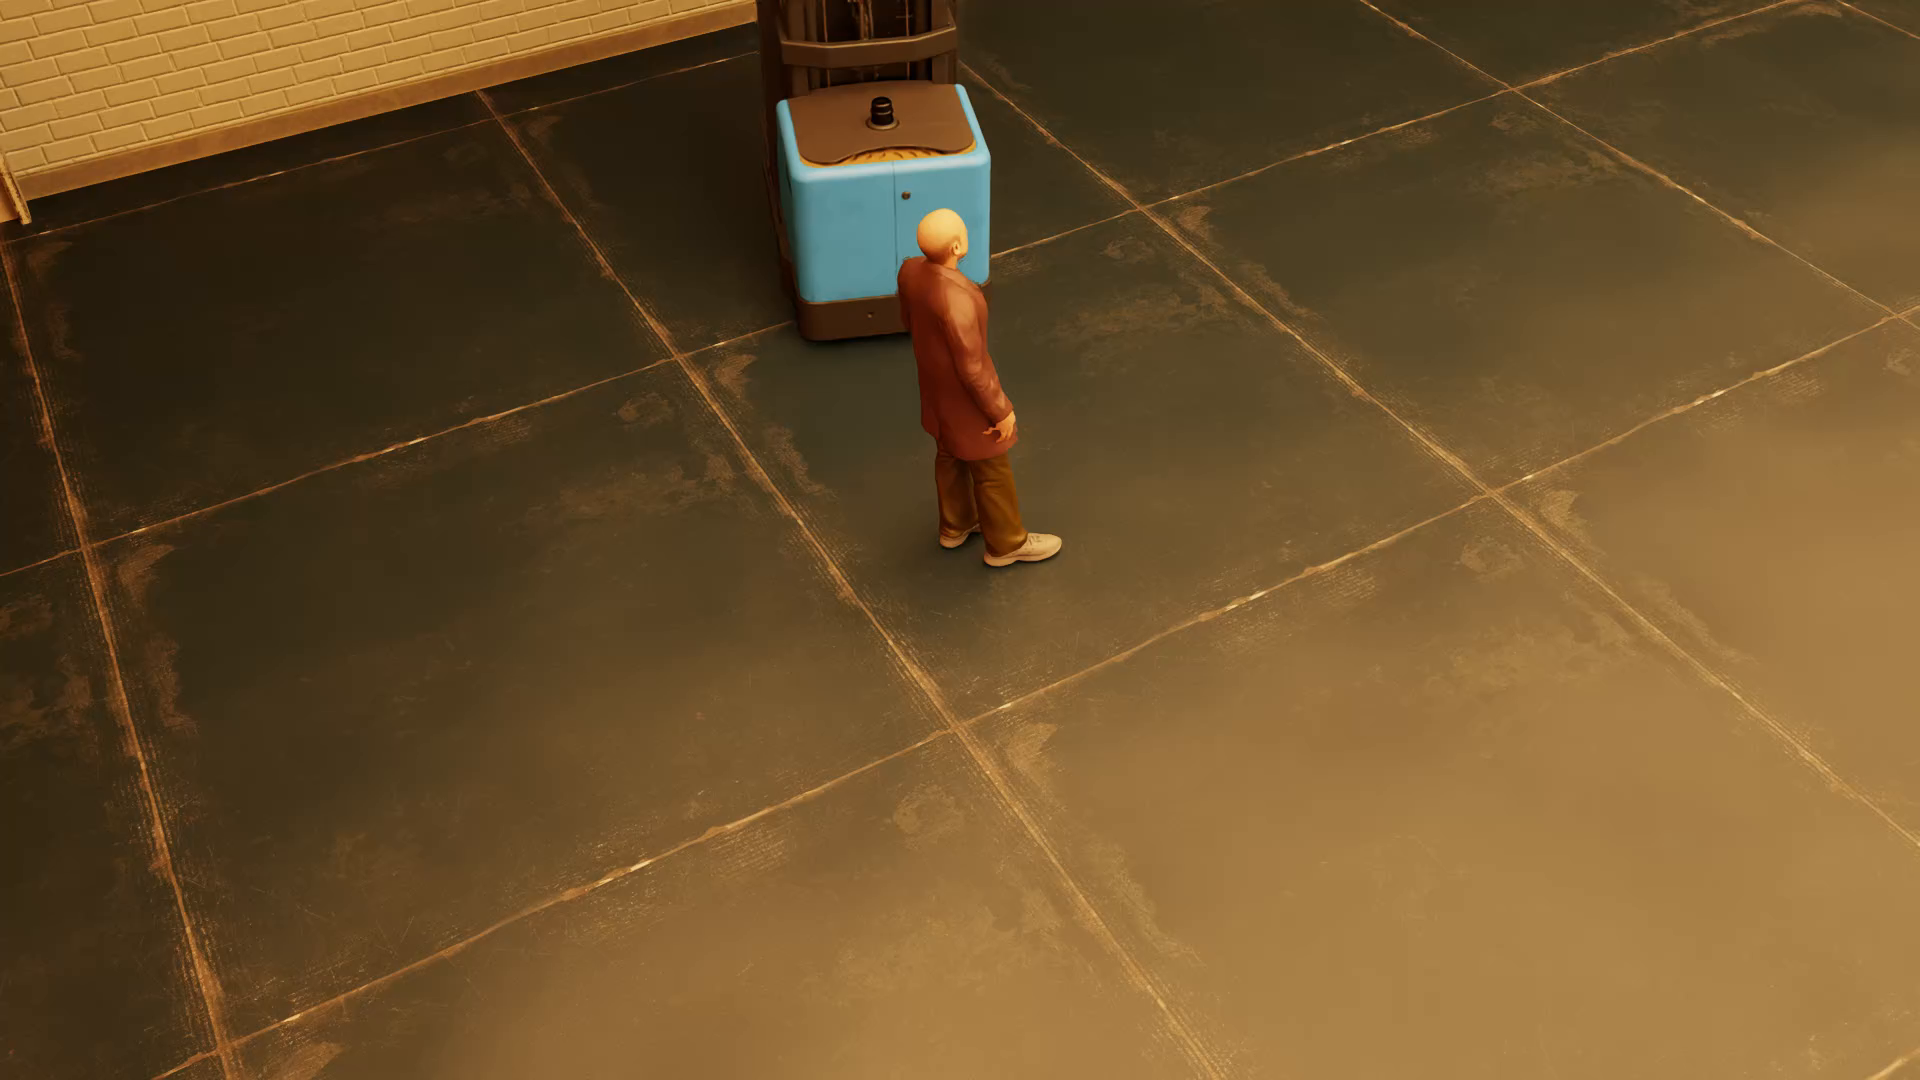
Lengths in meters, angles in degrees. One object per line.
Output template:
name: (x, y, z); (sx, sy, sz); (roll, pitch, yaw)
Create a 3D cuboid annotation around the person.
person: (0.081, -0.684, 7.274); (0.582, 1.775, 0.694); (-21, 47, -21)

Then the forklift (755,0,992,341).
forklift: (-0.601, -3.152, 9.096); (1.130, 2.935, 3.031); (-7, 43, -8)
